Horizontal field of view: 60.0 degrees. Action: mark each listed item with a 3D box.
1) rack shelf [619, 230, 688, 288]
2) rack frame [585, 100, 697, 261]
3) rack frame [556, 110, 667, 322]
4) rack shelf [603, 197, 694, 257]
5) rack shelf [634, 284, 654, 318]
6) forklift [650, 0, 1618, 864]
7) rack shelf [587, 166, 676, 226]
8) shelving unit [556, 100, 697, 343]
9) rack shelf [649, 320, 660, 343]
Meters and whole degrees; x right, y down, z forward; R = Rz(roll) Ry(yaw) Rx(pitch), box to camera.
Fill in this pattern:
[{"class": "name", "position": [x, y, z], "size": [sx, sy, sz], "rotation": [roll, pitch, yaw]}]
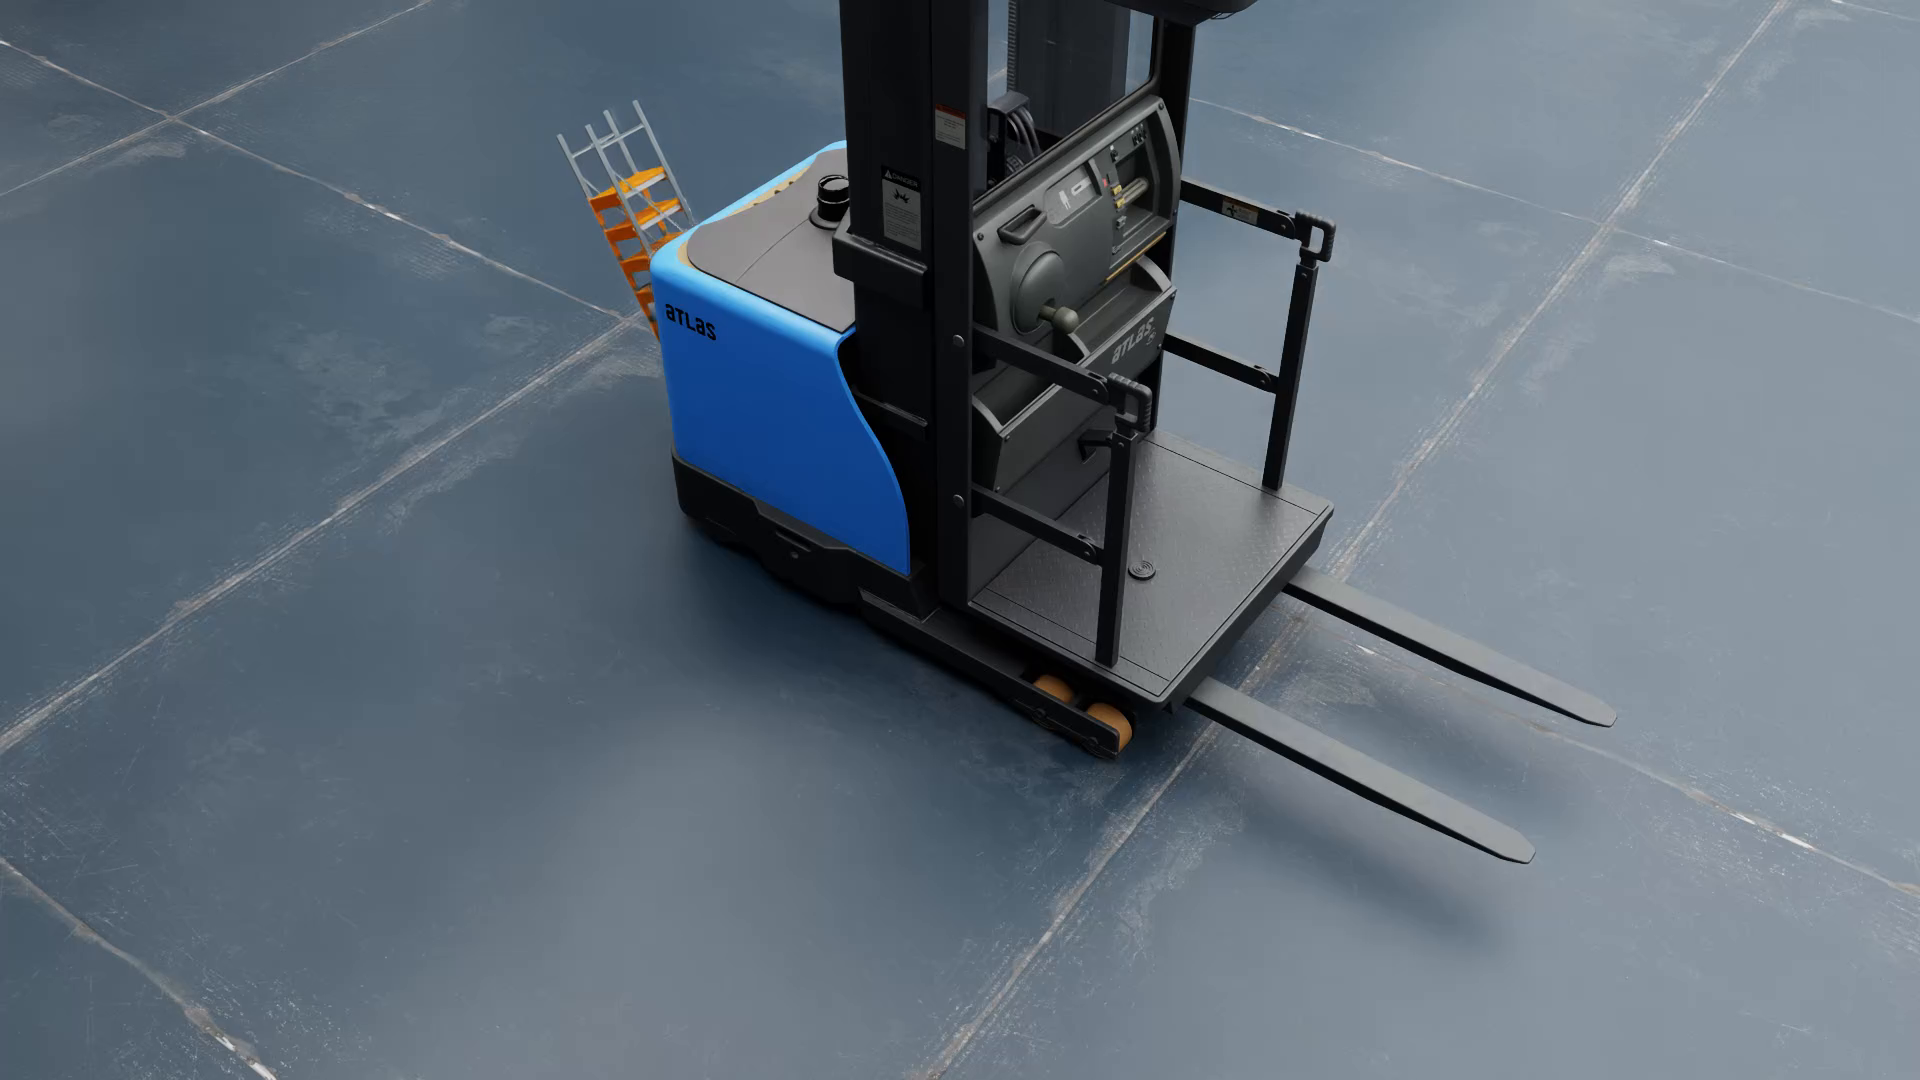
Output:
[{"class": "rack shelf", "position": [-1.052, -1.007, 5.915], "size": [0.180, 0.103, 0.258], "rotation": [0, 32, 46]}, {"class": "rack frame", "position": [-0.959, -0.943, 5.877], "size": [0.006, 1.200, 0.240], "rotation": [0, 32, 46]}, {"class": "rack frame", "position": [-1.087, -0.943, 6.008], "size": [0.006, 1.200, 0.240], "rotation": [0, 32, 46]}, {"class": "rack shelf", "position": [-1.098, -1.109, 5.871], "size": [0.180, 0.103, 0.258], "rotation": [0, 32, 46]}, {"class": "rack shelf", "position": [-1.006, -0.906, 5.959], "size": [0.180, 0.103, 0.258], "rotation": [0, 32, 46]}, {"class": "forklift", "position": [0.506, -0.841, 4.492], "size": [3.031, 2.935, 1.130], "rotation": [26, 48, 26]}, {"class": "rack shelf", "position": [-1.143, -1.211, 5.826], "size": [0.180, 0.103, 0.258], "rotation": [0, 32, 46]}, {"class": "shelving unit", "position": [-1.023, -0.943, 5.943], "size": [0.189, 1.200, 0.258], "rotation": [0, 32, 46]}, {"class": "rack shelf", "position": [-0.961, -0.804, 6.003], "size": [0.180, 0.103, 0.258], "rotation": [0, 32, 46]}]
